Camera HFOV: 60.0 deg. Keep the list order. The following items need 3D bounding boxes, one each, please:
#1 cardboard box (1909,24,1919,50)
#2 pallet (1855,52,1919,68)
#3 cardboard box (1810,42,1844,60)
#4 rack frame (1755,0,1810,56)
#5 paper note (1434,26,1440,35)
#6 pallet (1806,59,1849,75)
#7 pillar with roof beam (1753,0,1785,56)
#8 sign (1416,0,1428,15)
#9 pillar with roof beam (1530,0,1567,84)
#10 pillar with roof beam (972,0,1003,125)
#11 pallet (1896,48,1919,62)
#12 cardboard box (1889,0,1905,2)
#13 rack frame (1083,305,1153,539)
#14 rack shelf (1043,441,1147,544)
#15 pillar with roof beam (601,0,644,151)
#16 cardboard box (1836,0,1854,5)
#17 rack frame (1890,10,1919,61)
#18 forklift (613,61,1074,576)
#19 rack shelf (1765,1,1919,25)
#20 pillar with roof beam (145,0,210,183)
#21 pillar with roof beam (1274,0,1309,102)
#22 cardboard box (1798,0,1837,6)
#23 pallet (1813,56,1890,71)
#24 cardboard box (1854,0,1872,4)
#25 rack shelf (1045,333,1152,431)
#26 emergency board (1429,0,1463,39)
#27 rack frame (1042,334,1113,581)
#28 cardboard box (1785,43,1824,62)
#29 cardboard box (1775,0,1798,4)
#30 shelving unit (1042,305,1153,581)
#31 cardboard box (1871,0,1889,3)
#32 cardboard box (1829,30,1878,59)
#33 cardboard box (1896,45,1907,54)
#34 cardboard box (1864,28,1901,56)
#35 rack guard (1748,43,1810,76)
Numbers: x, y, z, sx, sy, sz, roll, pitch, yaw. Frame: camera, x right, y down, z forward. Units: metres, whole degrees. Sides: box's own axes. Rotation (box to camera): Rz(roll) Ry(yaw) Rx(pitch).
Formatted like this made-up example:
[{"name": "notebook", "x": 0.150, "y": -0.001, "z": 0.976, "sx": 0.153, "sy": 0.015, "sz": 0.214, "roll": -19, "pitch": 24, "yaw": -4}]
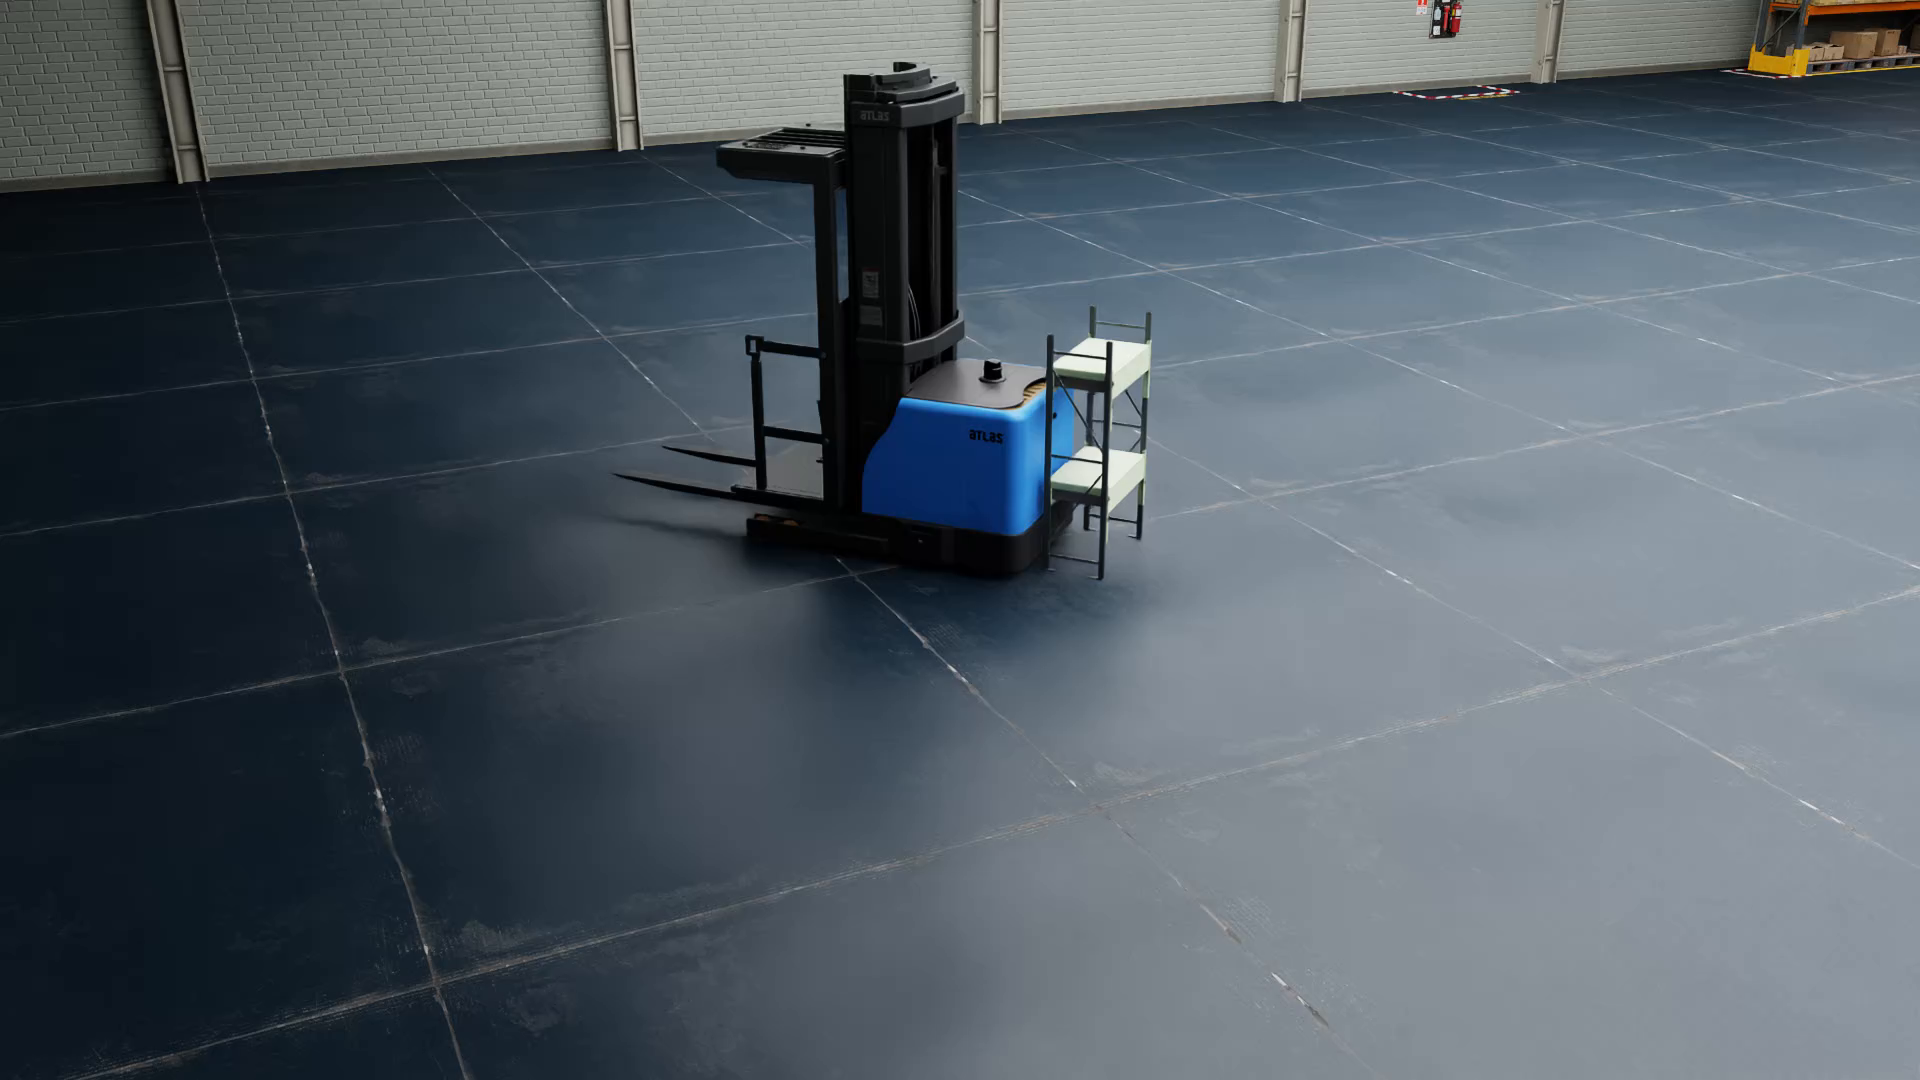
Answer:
[{"name": "cardboard box", "x": 20.662, "y": -10.654, "z": 35.258, "sx": 0.500, "sy": 0.500, "sz": 0.700, "roll": -10, "pitch": 24, "yaw": -22}, {"name": "pallet", "x": 19.416, "y": -10.065, "z": 34.790, "sx": 1.213, "sy": 0.211, "sz": 1.003, "roll": -10, "pitch": 25, "yaw": -24}, {"name": "cardboard box", "x": 17.578, "y": -9.953, "z": 33.813, "sx": 0.500, "sy": 0.311, "sz": 0.500, "roll": -8, "pitch": 24, "yaw": -19}, {"name": "rack frame", "x": 16.402, "y": -10.814, "z": 32.953, "sx": 0.127, "sy": 3.000, "sz": 1.000, "roll": -10, "pitch": 25, "yaw": -24}, {"name": "paper note", "x": 8.818, "y": -9.424, "z": 30.745, "sx": 0.142, "sy": 0.148, "sz": 0.016, "roll": -10, "pitch": 25, "yaw": -24}, {"name": "pallet", "x": 17.218, "y": -9.661, "z": 33.812, "sx": 1.213, "sy": 0.211, "sz": 1.003, "roll": -10, "pitch": 25, "yaw": -24}, {"name": "pillar with roof beam", "x": 18.525, "y": -12.516, "z": 29.222, "sx": 0.400, "sy": 9.000, "sz": 9.100, "roll": -10, "pitch": 25, "yaw": -24}, {"name": "sign", "x": 8.465, "y": -9.796, "z": 30.448, "sx": 0.234, "sy": 0.329, "sz": 0.001, "roll": -10, "pitch": 25, "yaw": -24}, {"name": "pillar with roof beam", "x": 13.118, "y": -11.521, "z": 26.817, "sx": 0.400, "sy": 9.000, "sz": 9.100, "roll": -10, "pitch": 25, "yaw": -24}, {"name": "pillar with roof beam", "x": 2.306, "y": -9.531, "z": 22.009, "sx": 0.400, "sy": 9.000, "sz": 9.100, "roll": -10, "pitch": 25, "yaw": -24}, {"name": "pallet", "x": 20.707, "y": -10.319, "z": 35.402, "sx": 1.213, "sy": 0.211, "sz": 1.003, "roll": -10, "pitch": 25, "yaw": -24}, {"name": "cardboard box", "x": 18.812, "y": -11.066, "z": 33.731, "sx": 0.500, "sy": 0.250, "sz": 0.500, "roll": -11, "pitch": 25, "yaw": -24}, {"name": "rack frame", "x": 0.996, "y": -0.735, "z": 10.564, "sx": 0.400, "sy": 1.500, "sz": 0.023, "roll": 10, "pitch": 24, "yaw": 22}, {"name": "rack shelf", "x": 0.847, "y": -0.306, "z": 10.380, "sx": 0.431, "sy": 0.370, "sz": 0.720, "roll": 10, "pitch": 24, "yaw": 22}, {"name": "pillar with roof beam", "x": -3.101, "y": -8.535, "z": 19.604, "sx": 0.400, "sy": 9.000, "sz": 9.100, "roll": -10, "pitch": 25, "yaw": -24}, {"name": "cardboard box", "x": 17.441, "y": -10.816, "z": 33.129, "sx": 0.500, "sy": 0.250, "sz": 0.500, "roll": -11, "pitch": 25, "yaw": -25}, {"name": "rack frame", "x": 20.006, "y": -11.477, "z": 34.555, "sx": 0.127, "sy": 3.000, "sz": 1.000, "roll": -10, "pitch": 25, "yaw": -24}, {"name": "forklift", "x": -0.826, "y": -1.489, "z": 10.514, "sx": 3.031, "sy": 2.935, "sz": 1.130, "roll": 9, "pitch": 24, "yaw": 21}, {"name": "rack shelf", "x": 18.204, "y": -10.813, "z": 33.892, "sx": 4.000, "sy": 0.370, "sz": 1.077, "roll": -10, "pitch": 25, "yaw": -24}, {"name": "pillar with roof beam", "x": -8.507, "y": -7.540, "z": 17.200, "sx": 0.400, "sy": 9.000, "sz": 9.100, "roll": -10, "pitch": 25, "yaw": -24}, {"name": "pillar with roof beam", "x": 7.712, "y": -10.526, "z": 24.413, "sx": 0.400, "sy": 9.000, "sz": 9.100, "roll": -10, "pitch": 25, "yaw": -24}, {"name": "cardboard box", "x": 16.979, "y": -10.725, "z": 32.909, "sx": 0.500, "sy": 0.250, "sz": 0.500, "roll": -11, "pitch": 25, "yaw": -25}, {"name": "pallet", "x": 18.316, "y": -9.862, "z": 34.298, "sx": 1.213, "sy": 0.211, "sz": 1.003, "roll": -10, "pitch": 25, "yaw": -24}, {"name": "cardboard box", "x": 17.903, "y": -10.899, "z": 33.328, "sx": 0.500, "sy": 0.250, "sz": 0.500, "roll": -11, "pitch": 25, "yaw": -24}, {"name": "rack shelf", "x": 0.847, "y": -0.968, "z": 10.106, "sx": 0.431, "sy": 0.370, "sz": 0.720, "roll": 10, "pitch": 24, "yaw": 22}, {"name": "emergency board", "x": 9.008, "y": -9.836, "z": 30.590, "sx": 0.643, "sy": 1.169, "sz": 0.194, "roll": -10, "pitch": 25, "yaw": -24}, {"name": "rack frame", "x": 0.697, "y": -0.479, "z": 9.946, "sx": 0.400, "sy": 1.500, "sz": 0.023, "roll": 10, "pitch": 24, "yaw": 22}, {"name": "cardboard box", "x": 17.064, "y": -9.859, "z": 33.585, "sx": 0.500, "sy": 0.311, "sz": 0.500, "roll": -14, "pitch": 26, "yaw": -30}, {"name": "cardboard box", "x": 16.739, "y": -10.898, "z": 33.326, "sx": 0.500, "sy": 0.250, "sz": 0.500, "roll": -10, "pitch": 25, "yaw": -23}, {"name": "shelving unit", "x": 0.847, "y": -0.607, "z": 10.255, "sx": 0.431, "sy": 1.500, "sz": 0.755, "roll": 10, "pitch": 24, "yaw": 22}, {"name": "cardboard box", "x": 18.359, "y": -10.982, "z": 33.528, "sx": 0.500, "sy": 0.250, "sz": 0.500, "roll": -10, "pitch": 25, "yaw": -23}, {"name": "cardboard box", "x": 18.261, "y": -10.145, "z": 34.030, "sx": 0.500, "sy": 0.500, "sz": 0.700, "roll": -12, "pitch": 25, "yaw": -27}, {"name": "cardboard box", "x": 19.537, "y": -10.273, "z": 34.774, "sx": 0.250, "sy": 0.166, "sz": 0.380, "roll": -14, "pitch": 26, "yaw": -30}, {"name": "cardboard box", "x": 19.088, "y": -10.340, "z": 34.500, "sx": 0.500, "sy": 0.500, "sz": 0.500, "roll": -12, "pitch": 26, "yaw": -28}, {"name": "rack guard", "x": 16.470, "y": -9.672, "z": 33.461, "sx": 0.348, "sy": 0.500, "sz": 1.175, "roll": -10, "pitch": 25, "yaw": -24}]
